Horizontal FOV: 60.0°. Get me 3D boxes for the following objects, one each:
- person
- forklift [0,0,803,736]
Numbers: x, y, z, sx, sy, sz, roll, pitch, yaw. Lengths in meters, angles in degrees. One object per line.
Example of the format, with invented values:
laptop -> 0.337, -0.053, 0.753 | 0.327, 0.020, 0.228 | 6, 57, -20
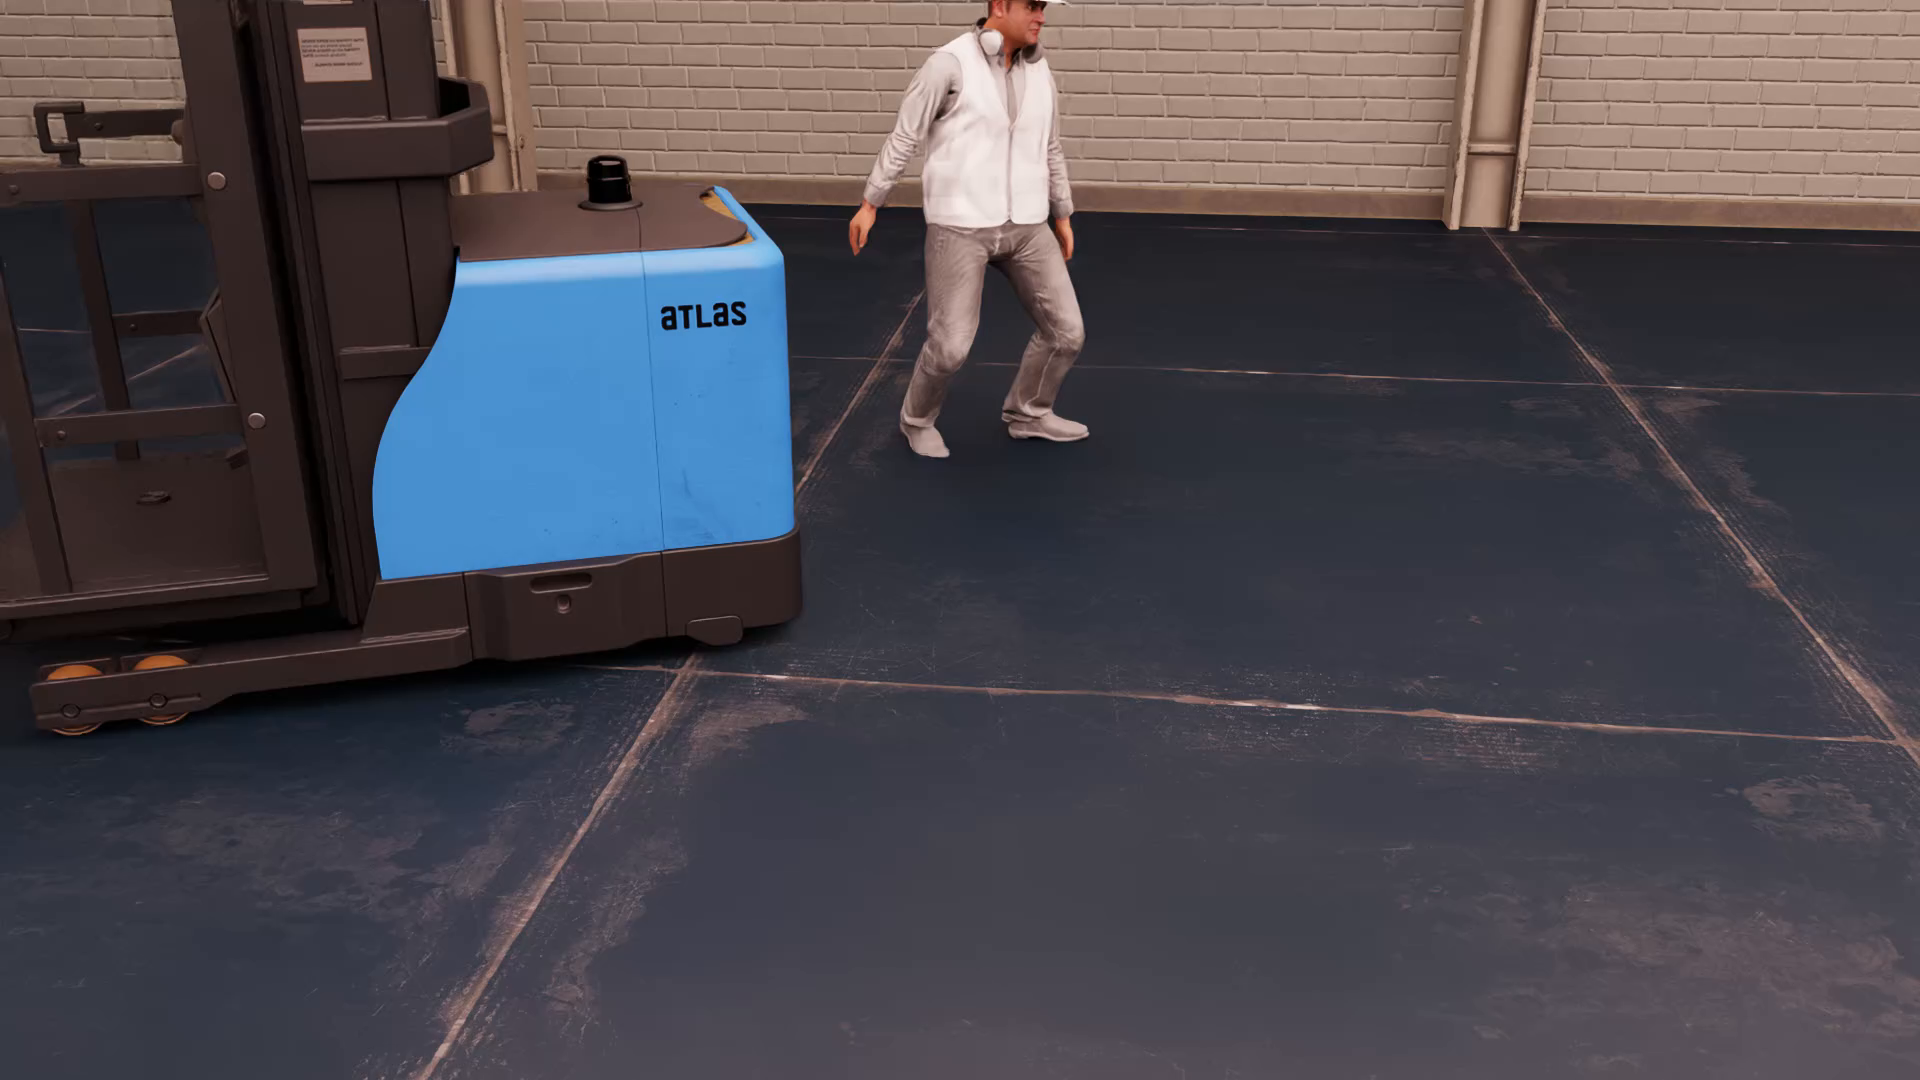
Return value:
person -> 0.045, -1.101, 5.687 | 0.875, 1.731, 0.492 | -10, 24, -24
forklift -> -2.003, -1.108, 4.006 | 3.031, 2.935, 1.130 | -6, 23, -15
